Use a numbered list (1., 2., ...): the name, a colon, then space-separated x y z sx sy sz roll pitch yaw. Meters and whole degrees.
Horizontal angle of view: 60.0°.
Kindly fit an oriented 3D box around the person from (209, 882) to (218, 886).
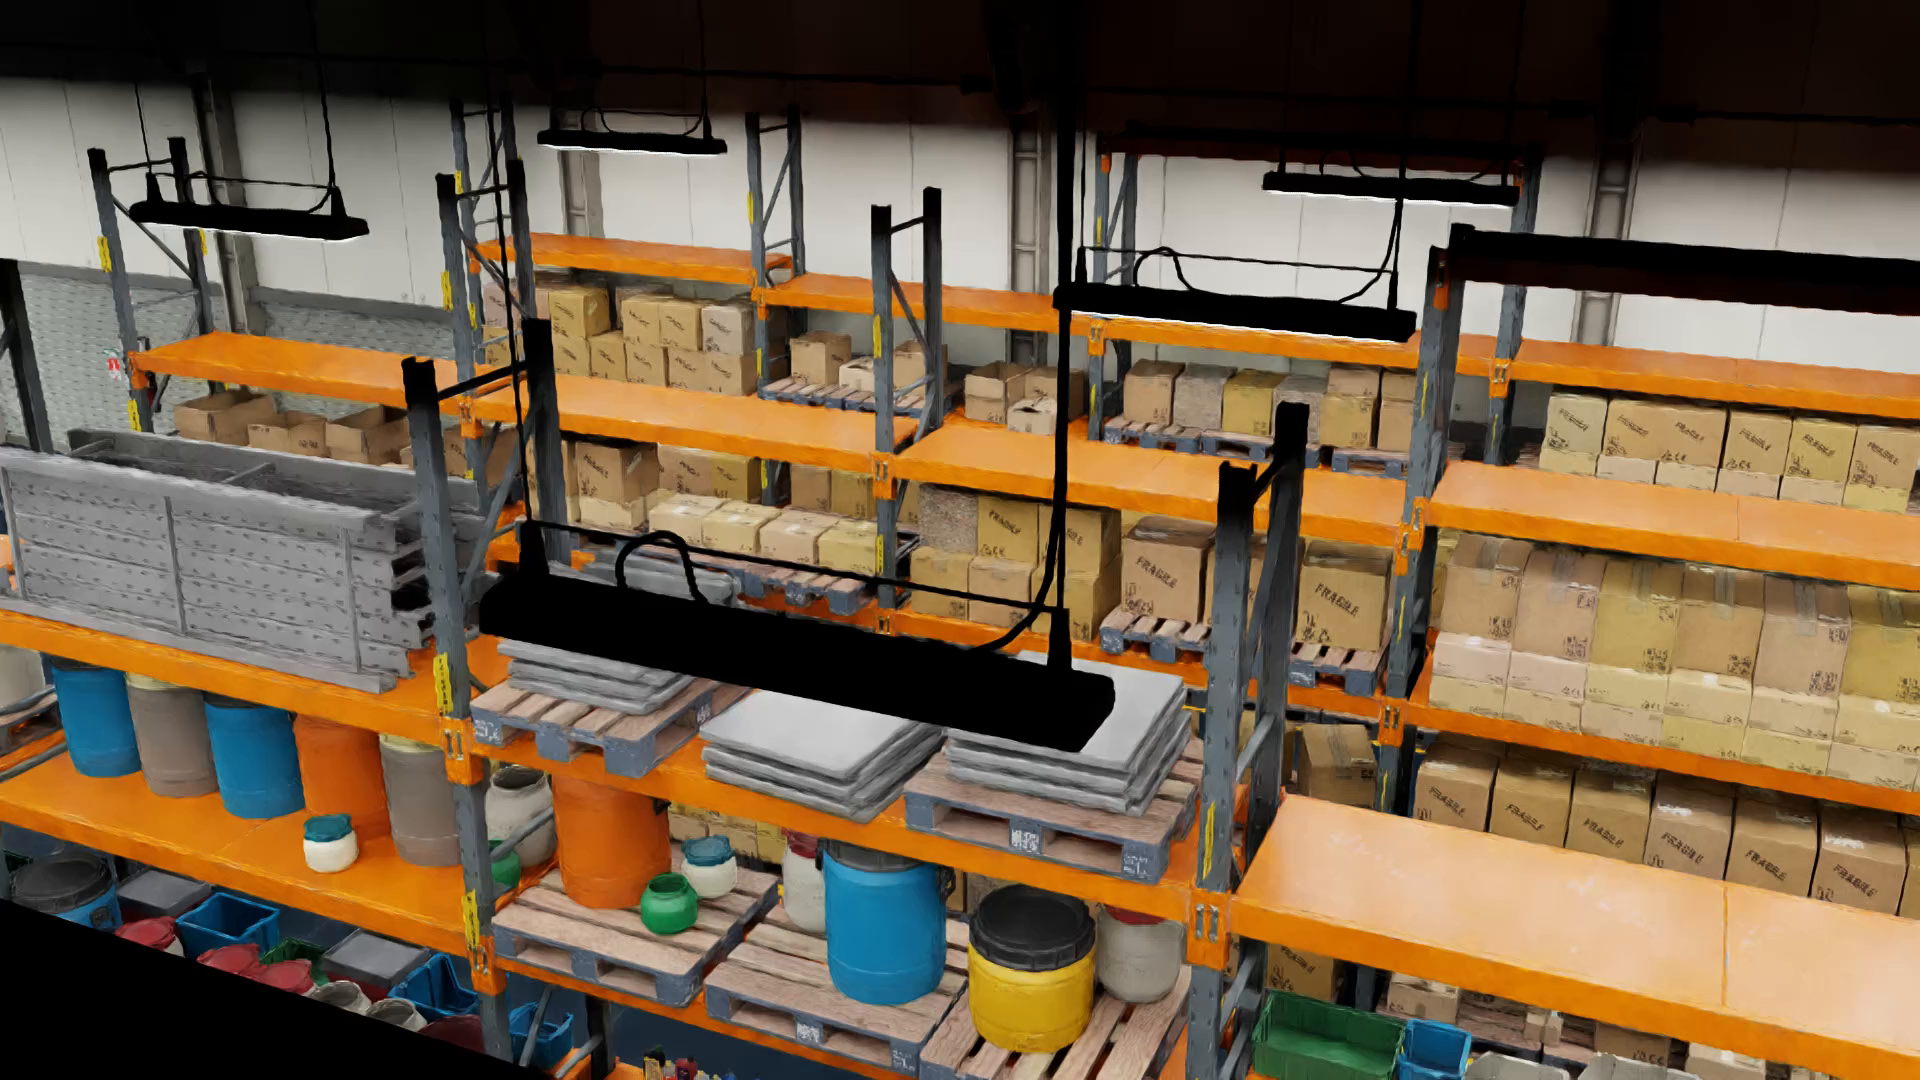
1. person: -6.232 2.147 14.520 0.832 1.710 0.687 2 21 5
